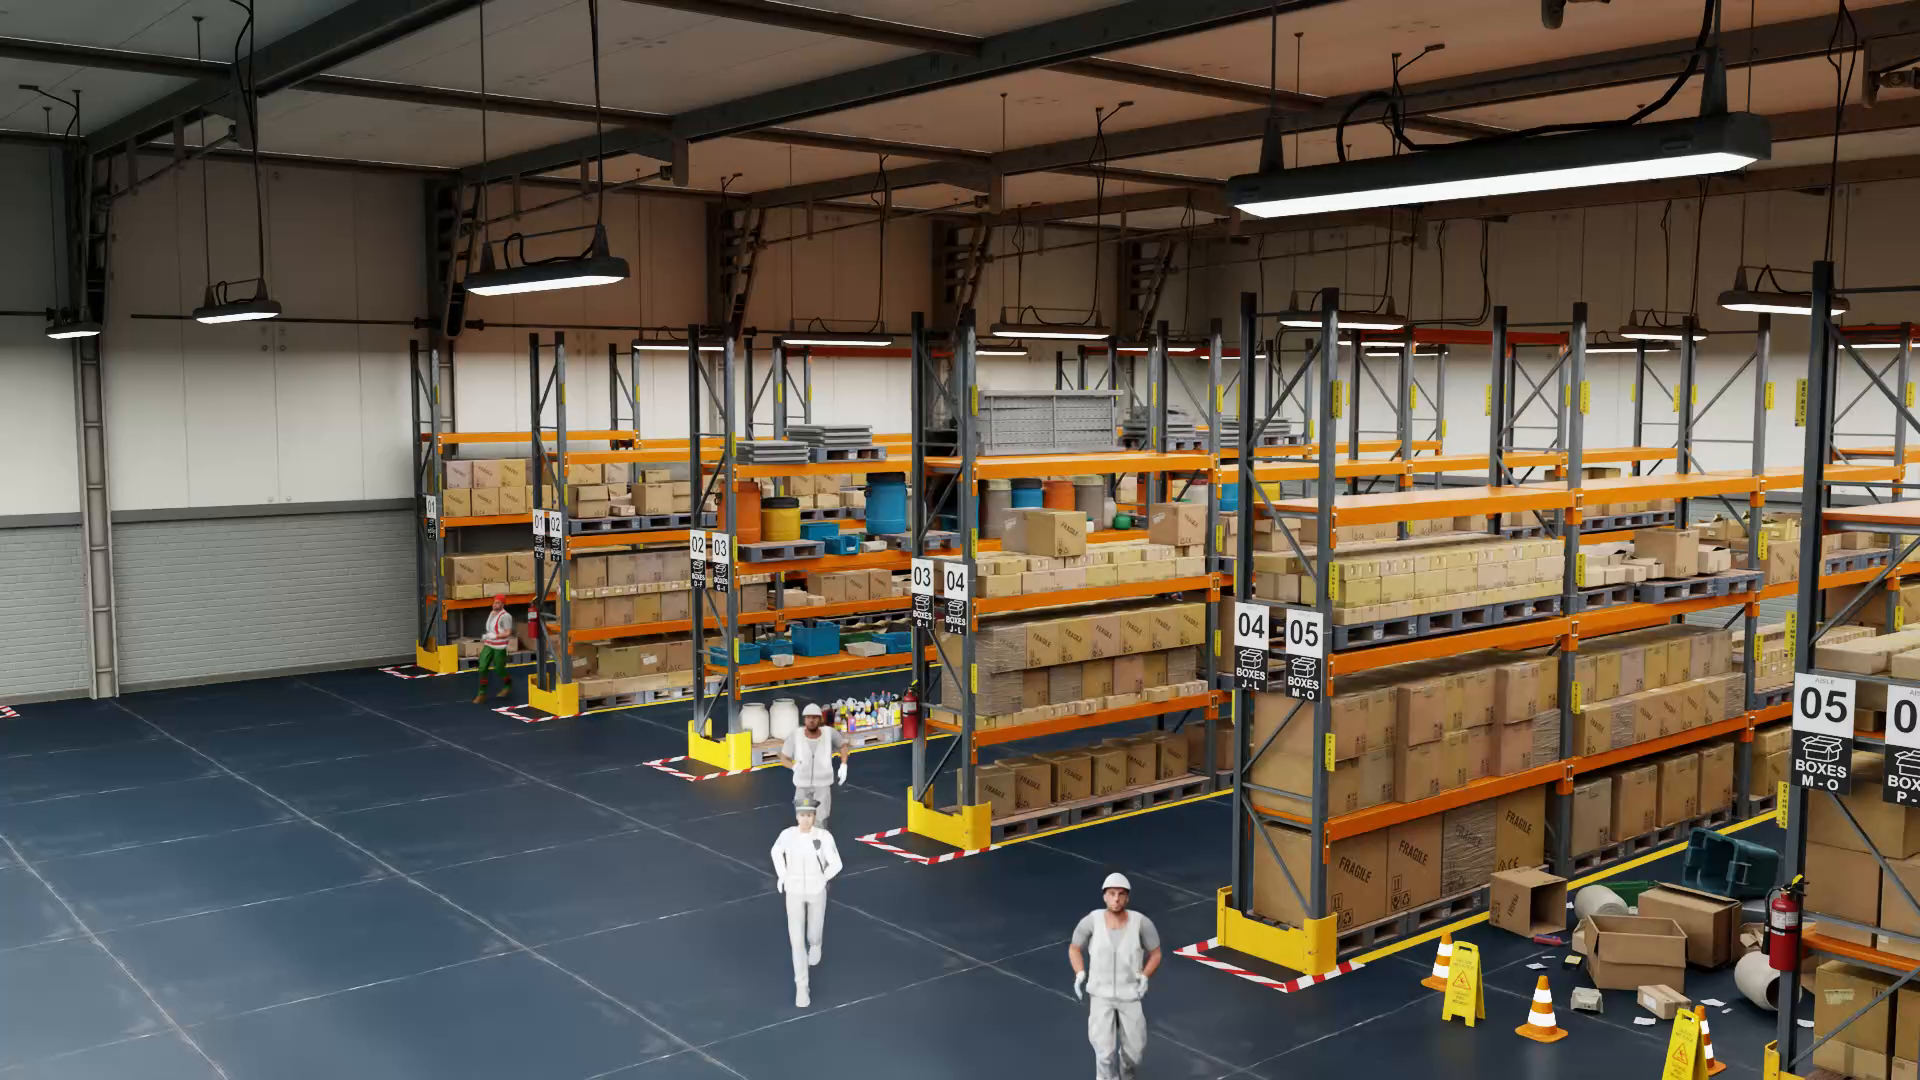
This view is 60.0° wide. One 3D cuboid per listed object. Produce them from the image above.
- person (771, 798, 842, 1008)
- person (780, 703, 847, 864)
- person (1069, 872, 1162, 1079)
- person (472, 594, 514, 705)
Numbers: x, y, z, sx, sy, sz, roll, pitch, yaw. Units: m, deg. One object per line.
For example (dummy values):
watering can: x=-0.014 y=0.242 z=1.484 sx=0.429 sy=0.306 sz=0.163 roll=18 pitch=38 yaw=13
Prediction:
person: x=-1.314 y=3.024 z=14.219 sx=0.618 sy=1.689 sz=0.893 roll=0 pitch=5 yaw=-1
person: x=-1.558 y=2.642 z=17.723 sx=0.705 sy=1.846 sz=0.818 roll=0 pitch=5 yaw=-1
person: x=1.095 y=3.210 z=11.776 sx=0.658 sy=1.741 sz=0.687 roll=1 pitch=5 yaw=5
person: x=-7.541 y=1.768 z=27.195 sx=0.669 sy=1.809 sz=0.815 roll=3 pitch=6 yaw=29
